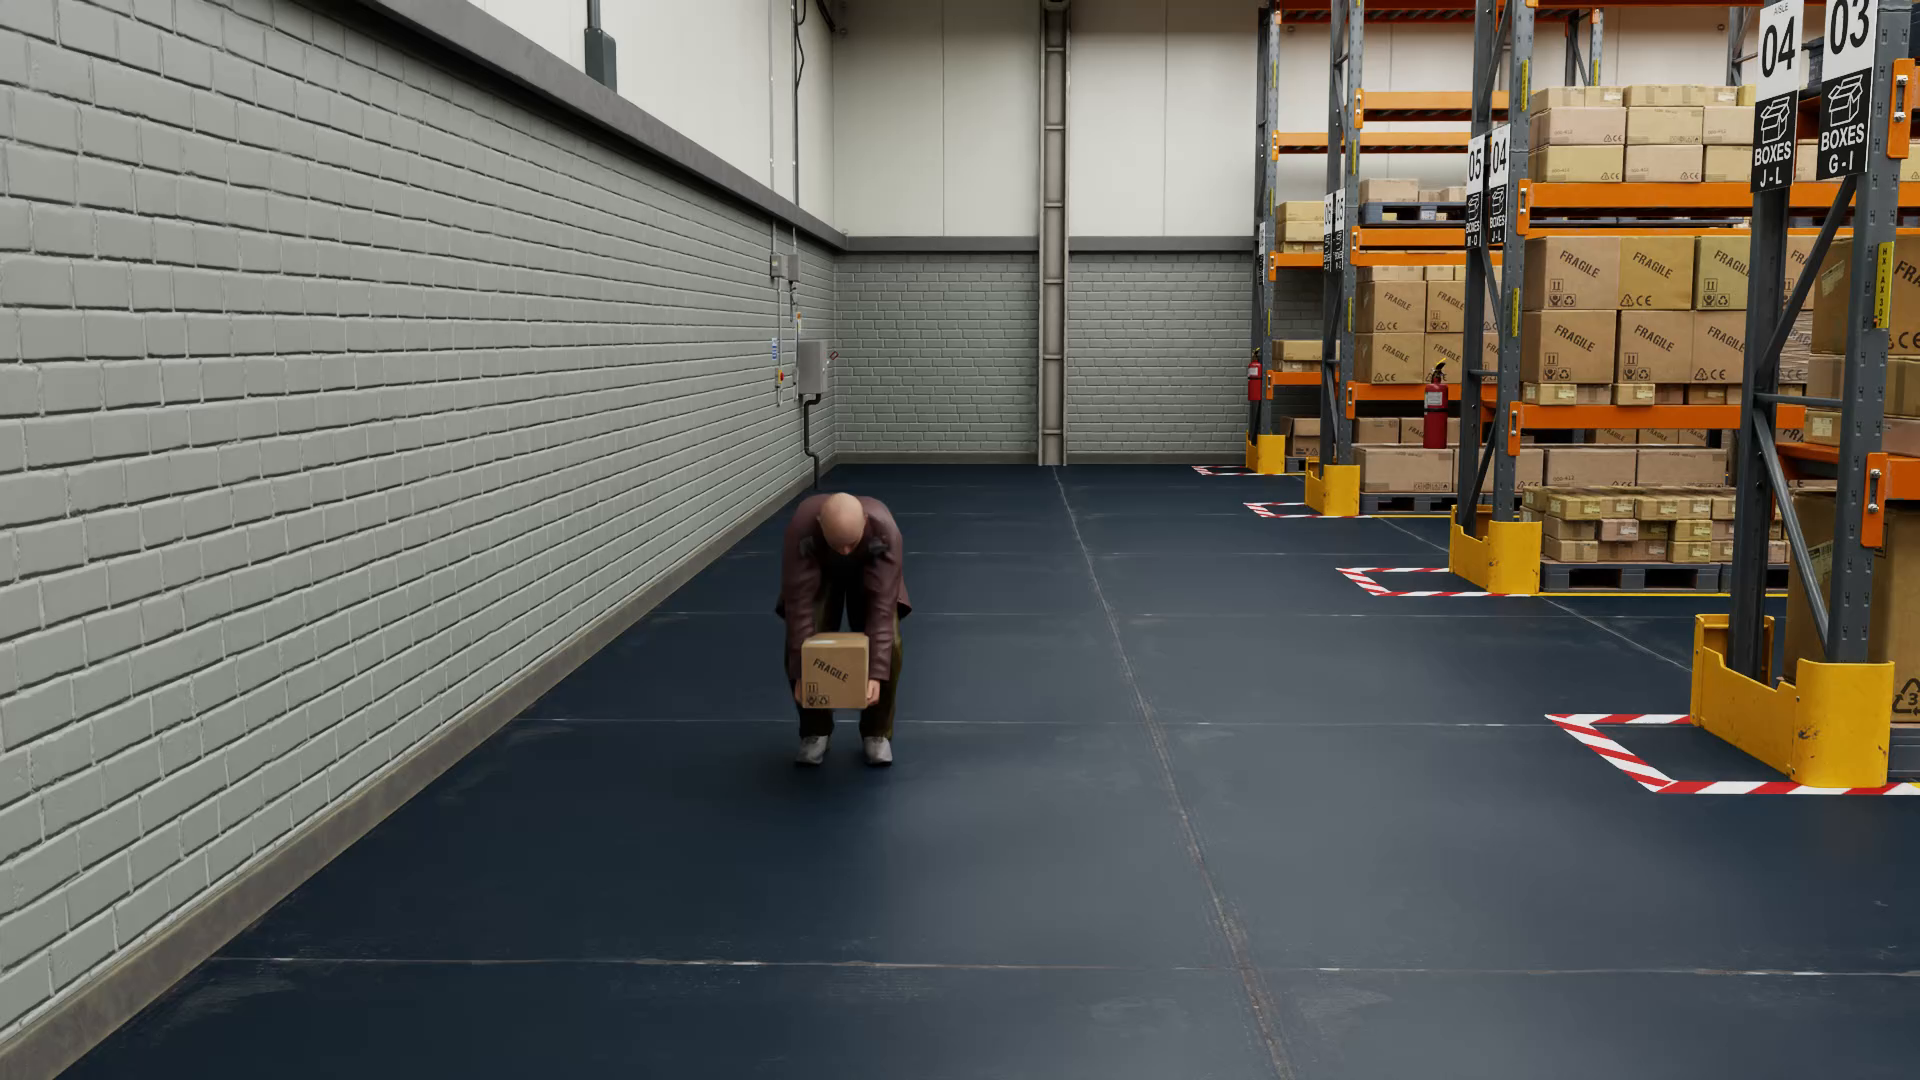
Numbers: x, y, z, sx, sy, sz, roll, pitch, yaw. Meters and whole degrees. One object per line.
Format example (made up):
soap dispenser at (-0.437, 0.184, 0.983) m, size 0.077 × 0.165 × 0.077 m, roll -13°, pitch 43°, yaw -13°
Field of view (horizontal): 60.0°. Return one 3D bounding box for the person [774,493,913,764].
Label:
person at (-0.485, 0.368, 6.823) m, size 0.581 × 1.171 × 0.931 m, roll 0°, pitch 7°, yaw -1°
